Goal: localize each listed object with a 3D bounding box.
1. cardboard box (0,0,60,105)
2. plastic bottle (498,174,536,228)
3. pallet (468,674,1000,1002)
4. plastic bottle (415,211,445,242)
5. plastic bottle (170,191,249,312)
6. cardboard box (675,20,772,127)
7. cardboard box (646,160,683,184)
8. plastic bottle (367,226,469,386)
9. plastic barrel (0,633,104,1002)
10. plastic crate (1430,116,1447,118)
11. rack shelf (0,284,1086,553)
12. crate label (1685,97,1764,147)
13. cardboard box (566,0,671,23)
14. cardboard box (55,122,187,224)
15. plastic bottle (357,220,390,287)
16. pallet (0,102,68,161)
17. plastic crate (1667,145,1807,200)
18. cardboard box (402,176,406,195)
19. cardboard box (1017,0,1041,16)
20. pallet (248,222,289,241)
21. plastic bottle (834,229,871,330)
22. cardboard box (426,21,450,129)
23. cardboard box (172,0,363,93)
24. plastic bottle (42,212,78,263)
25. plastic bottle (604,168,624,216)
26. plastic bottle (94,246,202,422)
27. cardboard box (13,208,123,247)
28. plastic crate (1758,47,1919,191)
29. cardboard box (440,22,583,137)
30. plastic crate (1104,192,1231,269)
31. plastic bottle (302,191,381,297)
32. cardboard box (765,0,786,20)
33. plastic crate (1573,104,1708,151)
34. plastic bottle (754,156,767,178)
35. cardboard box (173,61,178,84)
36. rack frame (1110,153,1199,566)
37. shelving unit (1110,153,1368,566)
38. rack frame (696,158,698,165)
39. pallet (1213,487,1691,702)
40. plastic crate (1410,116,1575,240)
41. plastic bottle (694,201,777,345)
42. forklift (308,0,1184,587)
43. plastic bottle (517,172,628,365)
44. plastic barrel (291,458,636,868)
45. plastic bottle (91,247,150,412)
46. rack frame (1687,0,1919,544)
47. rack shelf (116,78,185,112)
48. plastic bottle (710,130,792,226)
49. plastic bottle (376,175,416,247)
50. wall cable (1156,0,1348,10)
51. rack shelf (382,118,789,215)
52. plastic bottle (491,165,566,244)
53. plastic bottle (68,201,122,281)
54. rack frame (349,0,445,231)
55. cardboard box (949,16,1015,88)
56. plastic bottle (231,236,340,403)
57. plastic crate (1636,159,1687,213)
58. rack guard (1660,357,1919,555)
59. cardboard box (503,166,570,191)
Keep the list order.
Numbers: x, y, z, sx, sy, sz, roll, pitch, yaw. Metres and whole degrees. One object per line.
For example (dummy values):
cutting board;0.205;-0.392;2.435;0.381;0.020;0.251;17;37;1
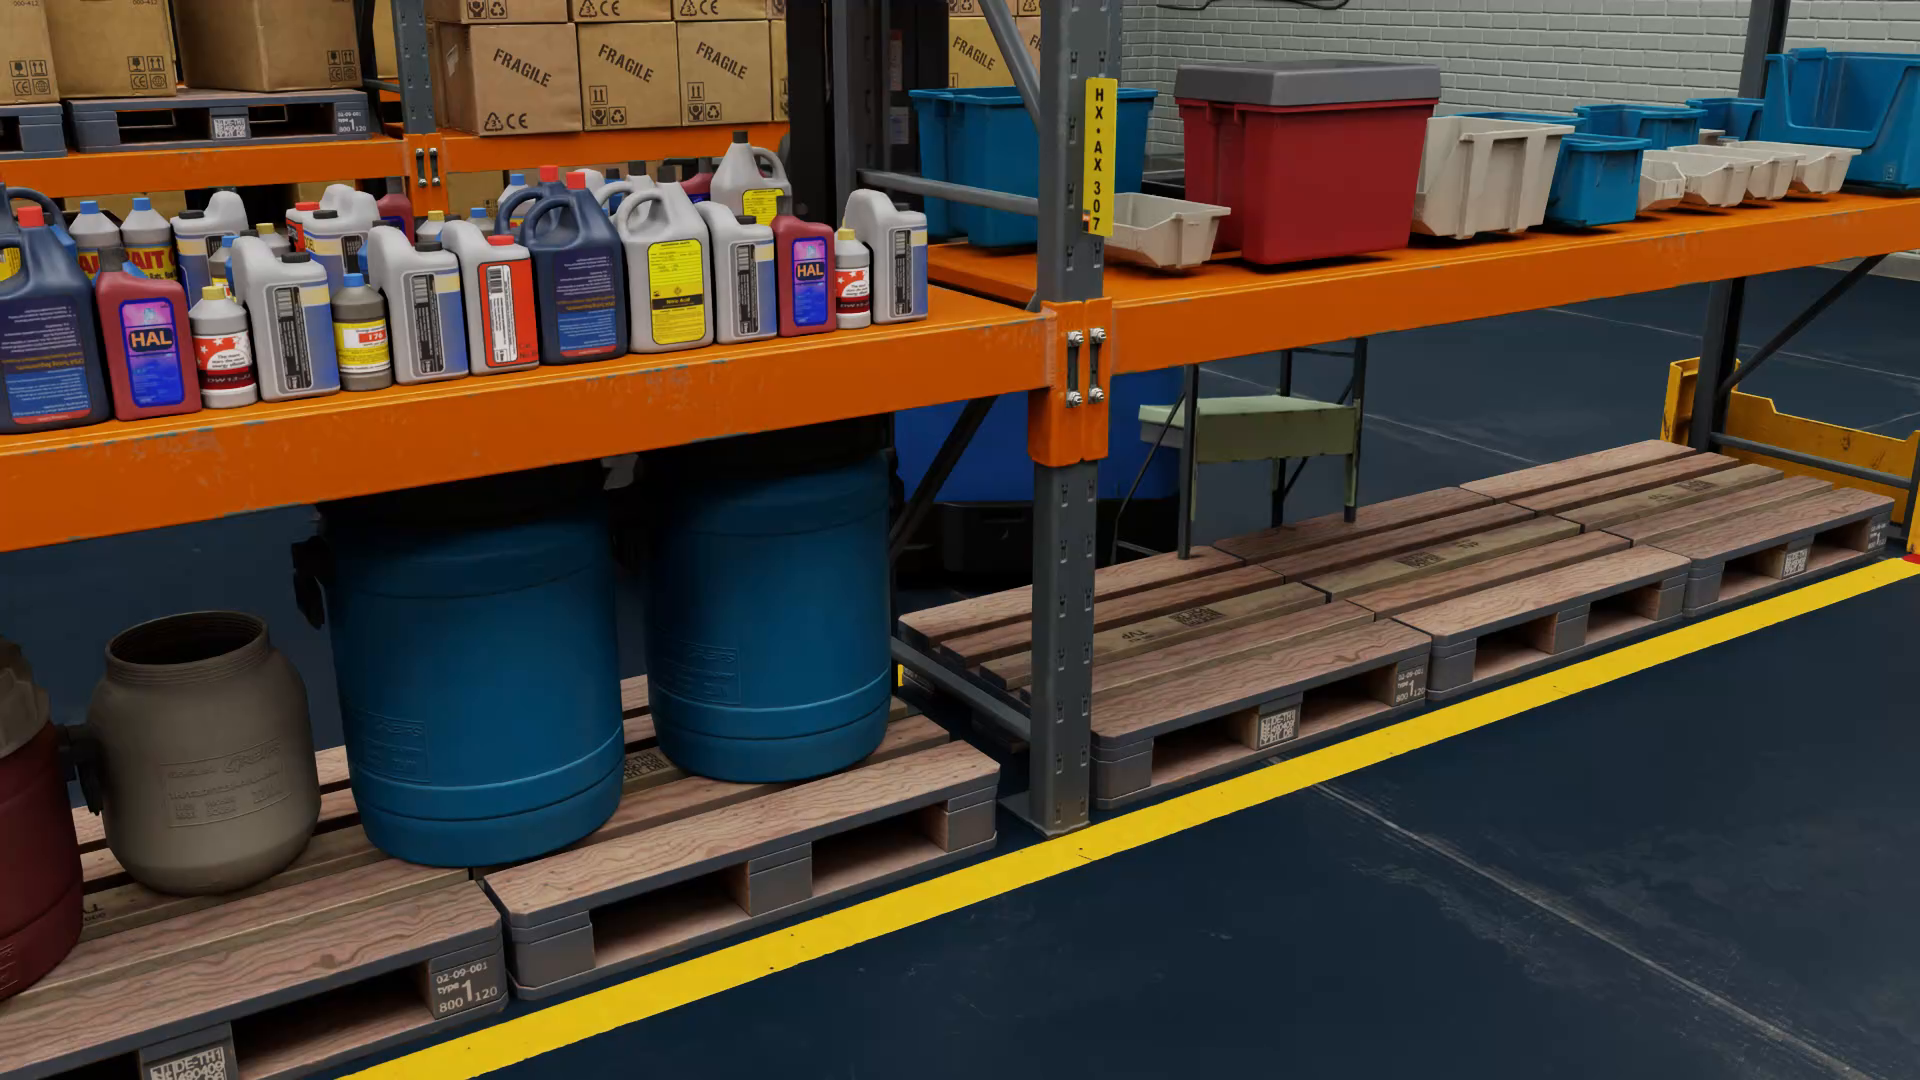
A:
cardboard box;-4.167;-2.074;6.883;0.700;0.500;0.500;16;24;39
plastic bottle;-1.018;-0.711;3.866;0.097;0.271;0.097;0;19;0
pallet;-0.672;0.616;4.092;1.213;0.211;1.003;-12;22;-31
plastic bottle;-1.181;-0.644;3.776;0.097;0.201;0.097;0;19;0
plastic bottle;-1.568;-0.587;3.491;0.135;0.276;0.152;-12;22;-31
cardboard box;-1.305;-2.398;8.498;0.500;0.500;0.500;-12;22;-32
cardboard box;-2.642;-3.049;13.826;0.500;0.500;0.700;-12;22;-31
plastic bottle;-0.995;-0.438;3.050;0.135;0.276;0.152;-12;22;-31
plastic barrel;-2.003;0.529;3.106;0.708;0.588;0.600;-12;22;-31
plastic crate;1.599;-1.243;5.405;0.300;0.233;0.416;-12;22;-31
rack shelf;-1.675;-0.136;3.088;4.000;0.370;1.077;-12;22;-31
crate label;2.949;-1.528;6.248;0.303;0.233;0.416;-12;22;-31
cardboard box;-1.747;-2.775;8.051;0.500;0.500;0.500;-13;22;-33
cardboard box;-5.925;-2.511;11.688;0.750;0.750;0.750;-12;22;-31
plastic bottle;-1.079;-0.466;3.140;0.097;0.271;0.097;0;19;0
pallet;-4.445;-1.703;6.899;1.213;0.211;1.003;-12;22;-31
plastic crate;2.505;-1.198;5.423;0.243;0.136;0.396;-12;22;-31
cardboard box;-4.351;-2.686;12.754;0.500;0.500;0.700;-12;22;-32
cardboard box;0.395;-3.229;9.394;0.500;0.500;0.500;-12;22;-32
pallet;-4.775;-2.271;12.634;1.213;0.211;1.003;-12;22;-31
plastic bottle;-0.238;-0.552;3.503;0.097;0.201;0.097;0;19;0
cardboard box;-2.449;-2.359;8.383;0.500;0.500;0.500;-11;22;-31
cardboard box;-3.244;-2.378;7.782;0.700;0.500;0.500;14;23;35
plastic bottle;-1.763;-0.499;3.238;0.097;0.271;0.097;0;19;0
plastic bottle;-0.824;-0.752;3.987;0.097;0.271;0.097;0;19;0
plastic bottle;-1.356;-0.348;2.771;0.133;0.283;0.061;-12;22;-31
cardboard box;-4.099;-1.338;7.565;0.500;0.250;0.500;-12;22;-31
plastic crate;3.159;-1.470;5.761;0.499;0.435;0.616;-12;22;-31
cardboard box;-2.150;-2.219;7.969;0.500;0.500;0.500;-11;22;-30
plastic crate;0.463;-0.777;4.177;0.243;0.136;0.396;-12;22;-31
plastic bottle;-1.290;-0.587;3.492;0.135;0.276;0.152;-12;22;-31
cardboard box;-0.886;-2.956;8.589;0.500;0.500;0.500;-11;22;-30
plastic crate;2.399;-1.412;5.905;0.300;0.233;0.416;-12;22;-31
plastic bottle;-0.545;-0.824;4.180;0.133;0.283;0.061;-12;22;-31
cardboard box;-5.580;-3.235;11.490;0.250;0.149;0.380;-12;22;-31
rack frame;0.647;-0.596;5.449;0.023;1.500;0.400;-5;13;-31
shelving unit;0.959;-0.625;5.638;0.755;1.500;0.431;-5;13;-31
rack frame;-2.112;-4.184;13.937;0.127;3.000;1.000;-12;22;-31
pallet;1.608;0.135;5.514;1.213;0.211;1.003;-12;22;-31
plastic crate;1.372;-1.021;4.674;0.530;0.282;0.437;-12;22;-31
plastic bottle;-0.461;-0.550;3.383;0.135;0.276;0.152;-12;22;-31
forklift;-0.761;-1.377;5.740;3.031;2.935;1.130;-1;19;-3
plastic bottle;-0.747;-0.524;3.188;0.185;0.351;0.144;-12;22;-31
plastic barrel;-1.060;0.182;3.644;0.708;0.901;0.600;-12;22;-31
plastic bottle;-1.415;-0.360;2.827;0.097;0.271;0.097;0;19;0
rack frame;3.336;-1.534;6.099;0.127;3.000;1.000;-12;22;-31
rack shelf;-7.124;-2.786;10.926;4.000;0.370;1.077;-12;22;-31
plastic bottle;-0.511;-0.824;4.074;0.185;0.351;0.144;-12;22;-31
plastic bottle;-1.287;-0.667;3.717;0.133;0.283;0.061;-12;22;-31
wall cable;2.808;-6.456;16.137;0.112;2.526;3.097;-12;22;-31
rack shelf;-1.055;-2.166;9.093;4.000;0.370;1.077;-12;22;-31
plastic bottle;-0.826;-0.563;3.302;0.185;0.351;0.144;-12;22;-31
plastic bottle;-1.761;-0.555;3.403;0.097;0.271;0.097;0;19;0
rack frame;-2.726;-2.155;7.936;0.127;3.000;1.000;-12;22;-31
cardboard box;-0.041;-2.663;9.282;0.500;0.500;0.500;-12;22;-31
plastic bottle;-1.188;-0.397;2.929;0.135;0.276;0.152;-12;22;-31
plastic crate;2.048;-1.086;5.090;0.250;0.136;0.298;-12;22;-31
rack guard;3.349;-0.358;6.522;0.348;0.500;1.175;-12;22;-31
cardboard box;-3.480;-2.872;13.303;0.500;0.500;0.700;-13;22;-33
